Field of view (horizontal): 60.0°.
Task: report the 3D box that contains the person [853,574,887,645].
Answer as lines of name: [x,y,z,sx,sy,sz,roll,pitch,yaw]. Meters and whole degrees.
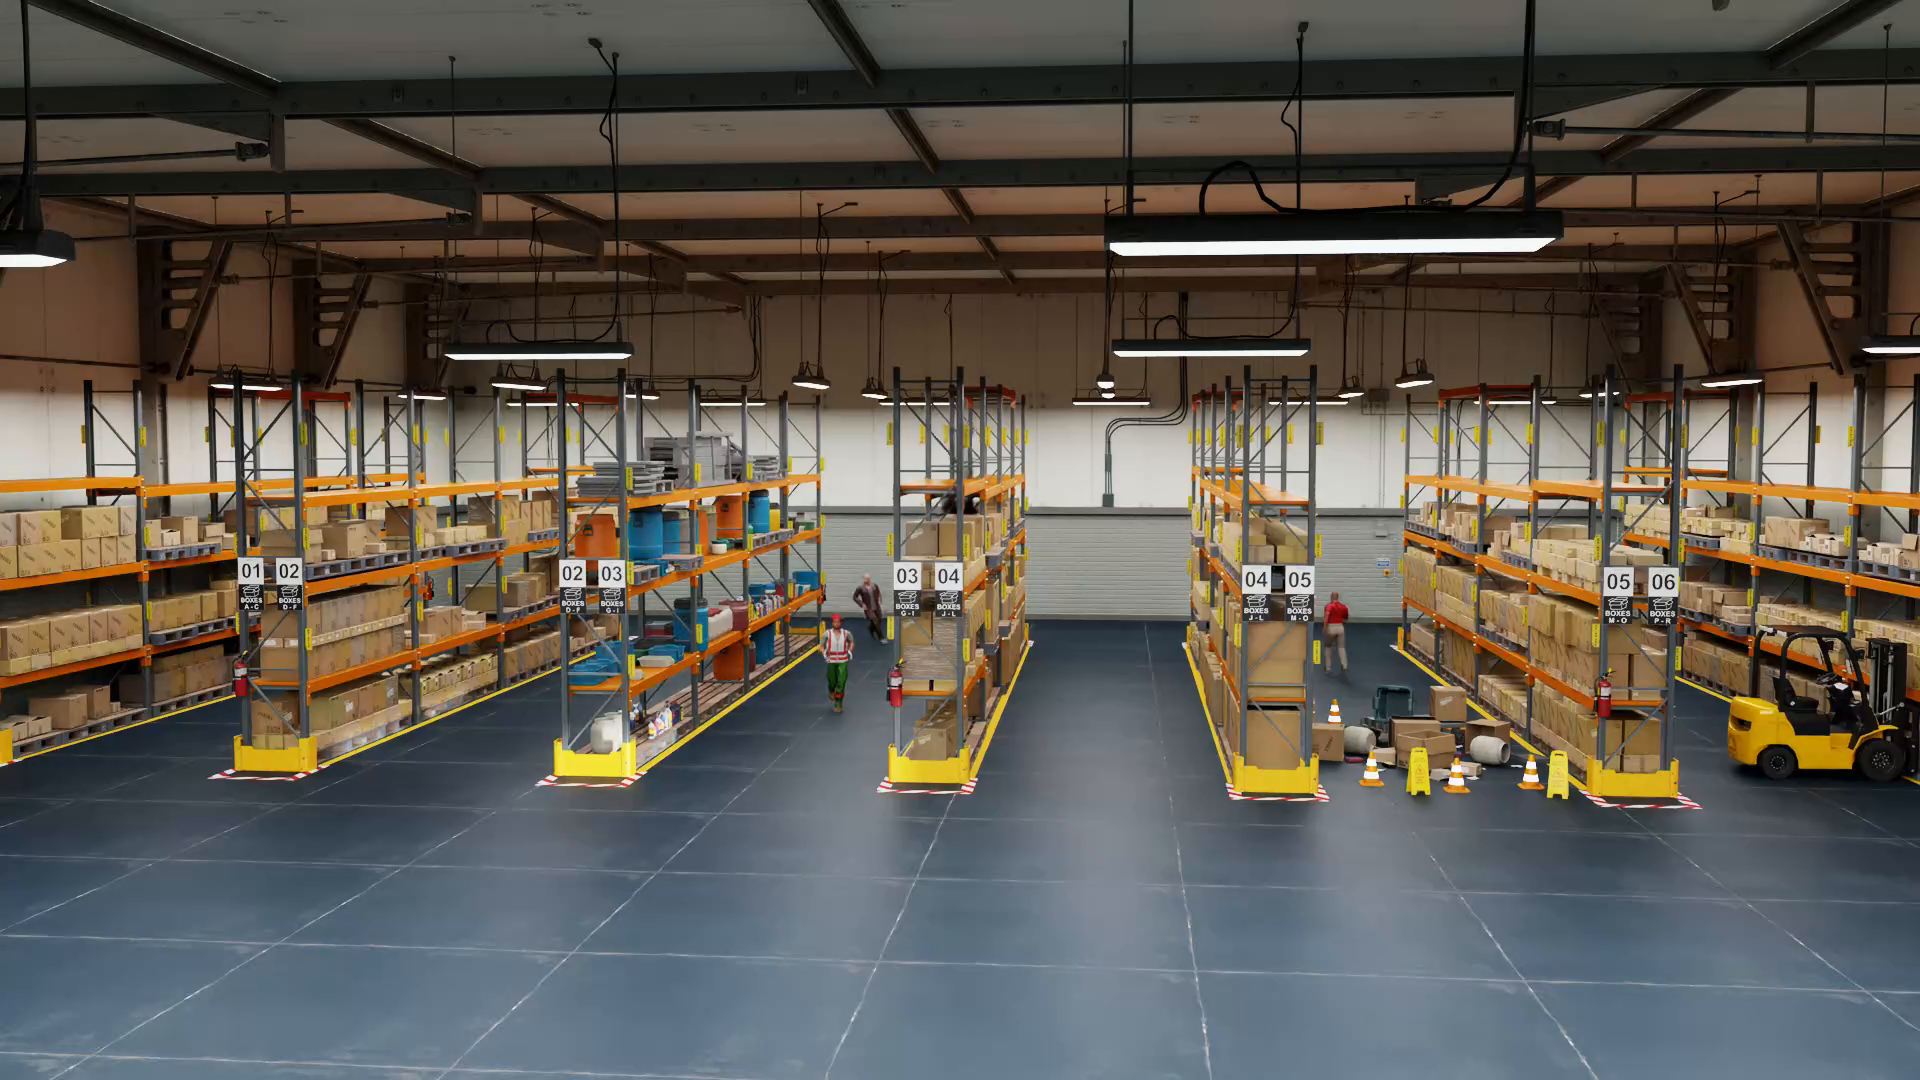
person: [-2.215,1.664,40.184,0.731,1.703,0.812,-2,4,-32]

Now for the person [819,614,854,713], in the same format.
person: [-2.244,2.237,30.385,0.657,1.771,0.863,-1,4,-9]

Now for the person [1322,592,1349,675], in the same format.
person: [7.851,1.966,34.775,0.641,1.768,0.915,0,4,-7]
